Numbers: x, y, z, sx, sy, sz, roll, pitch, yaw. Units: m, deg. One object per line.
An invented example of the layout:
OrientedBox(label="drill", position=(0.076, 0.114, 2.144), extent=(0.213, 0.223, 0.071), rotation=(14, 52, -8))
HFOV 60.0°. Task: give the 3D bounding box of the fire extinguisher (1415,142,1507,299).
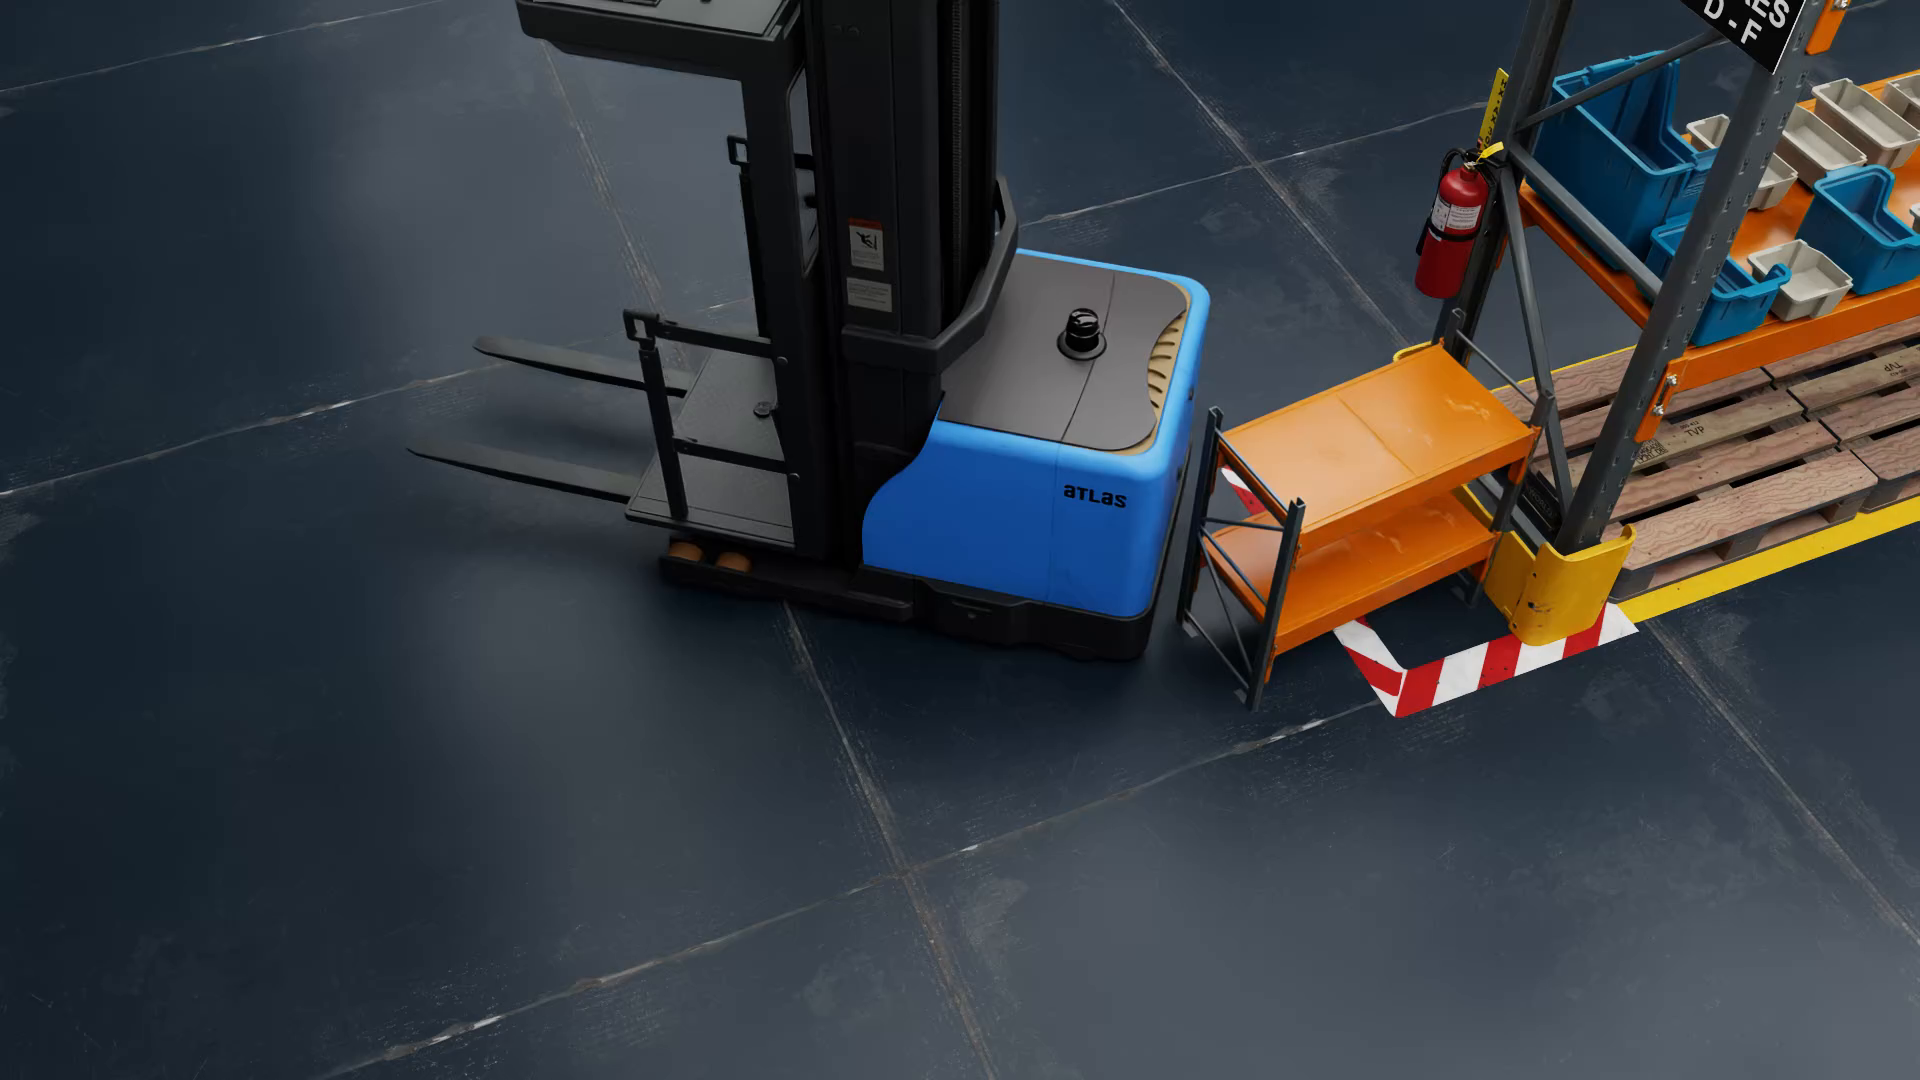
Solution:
OrientedBox(label="fire extinguisher", position=(1.770, -1.167, 5.912), extent=(0.183, 0.674, 0.296), rotation=(-17, 52, -14))

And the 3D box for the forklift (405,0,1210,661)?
OrientedBox(label="forklift", position=(-0.661, -1.127, 5.626), extent=(3.031, 2.935, 1.130), rotation=(11, 50, 10))

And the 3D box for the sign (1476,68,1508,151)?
OrientedBox(label="sign", position=(1.859, -1.473, 5.771), extent=(0.005, 0.325, 0.100), rotation=(-17, 52, -14))

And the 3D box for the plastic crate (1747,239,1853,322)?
OrientedBox(label="plastic crate", position=(2.763, -0.845, 5.473), extent=(0.298, 0.136, 0.250), rotation=(-17, 52, -14))

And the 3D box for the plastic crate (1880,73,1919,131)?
OrientedBox(label="plastic crate", position=(3.558, -1.600, 6.122), extent=(0.250, 0.136, 0.298), rotation=(-17, 52, -14))

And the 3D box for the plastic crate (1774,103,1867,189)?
OrientedBox(label="plastic crate", position=(3.042, -1.405, 5.955), extent=(0.243, 0.136, 0.396), rotation=(-17, 52, -14))

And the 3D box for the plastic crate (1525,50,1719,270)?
OrientedBox(label="plastic crate", position=(2.321, -1.296, 5.664), extent=(0.499, 0.435, 0.616), rotation=(-17, 52, -14))

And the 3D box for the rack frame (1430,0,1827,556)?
OrientedBox(label="rack frame", position=(2.082, -1.038, 5.505), extent=(0.127, 3.000, 1.000), rotation=(-17, 52, -14))

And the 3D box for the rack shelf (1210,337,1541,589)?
OrientedBox(label="rack shelf", position=(1.399, -0.279, 5.703), extent=(1.000, 0.278, 0.538), rotation=(-22, 53, -18))

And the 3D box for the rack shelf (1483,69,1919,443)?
OrientedBox(label="rack shelf", position=(3.933, -1.377, 6.270), extent=(4.000, 0.370, 1.077), rotation=(-17, 52, -14))

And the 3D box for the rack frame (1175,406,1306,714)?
OrientedBox(label="rack frame", position=(0.952, 0.095, 5.768), extent=(0.032, 1.125, 0.500), rotation=(-22, 53, -18))

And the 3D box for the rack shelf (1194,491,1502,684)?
OrientedBox(label="rack shelf", position=(1.399, 0.071, 6.111), extent=(1.000, 0.278, 0.538), rotation=(-22, 53, -18))

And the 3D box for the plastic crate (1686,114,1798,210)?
OrientedBox(label="plastic crate", position=(2.768, -1.332, 5.892), extent=(0.243, 0.136, 0.396), rotation=(-17, 52, -14))

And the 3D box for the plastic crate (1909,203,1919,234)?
OrientedBox(label="plastic crate", position=(3.391, -1.039, 5.640), extent=(0.298, 0.136, 0.250), rotation=(-17, 52, -14))

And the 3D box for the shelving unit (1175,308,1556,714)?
OrientedBox(label="shelving unit", position=(1.399, -0.089, 5.925), extent=(1.048, 1.125, 0.538), rotation=(-22, 53, -18))

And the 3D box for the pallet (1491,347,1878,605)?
OrientedBox(label="pallet", position=(2.860, -0.338, 6.742), extent=(1.213, 0.211, 1.003), rotation=(-17, 52, -14))

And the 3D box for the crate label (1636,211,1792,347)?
OrientedBox(label="crate label", position=(2.435, -0.842, 5.408), extent=(0.303, 0.233, 0.416), rotation=(-17, 52, -14))

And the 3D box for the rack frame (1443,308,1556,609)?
OrientedBox(label="rack frame", position=(1.846, -0.273, 6.083), extent=(0.032, 1.125, 0.500), rotation=(-22, 53, -18))

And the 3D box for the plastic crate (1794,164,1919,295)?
OrientedBox(label="plastic crate", position=(3.044, -1.031, 5.570), extent=(0.300, 0.233, 0.416), rotation=(-17, 52, -14))

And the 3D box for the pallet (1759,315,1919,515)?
OrientedBox(label="pallet", position=(3.987, -0.686, 7.040), extent=(1.213, 0.211, 1.003), rotation=(-17, 52, -14))

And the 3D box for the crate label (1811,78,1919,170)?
OrientedBox(label="crate label", position=(3.290, -1.502, 6.038), extent=(0.243, 0.136, 0.396), rotation=(-17, 52, -14))

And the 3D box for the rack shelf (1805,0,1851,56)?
OrientedBox(label="rack shelf", position=(3.933, -2.354, 5.132), extent=(4.000, 0.370, 1.077), rotation=(-17, 52, -14))

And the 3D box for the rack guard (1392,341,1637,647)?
OrientedBox(label="rack guard", position=(2.064, -0.207, 6.439), extent=(0.348, 0.500, 1.175), rotation=(-17, 52, -14))

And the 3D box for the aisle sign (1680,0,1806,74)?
OrientedBox(label="aisle sign", position=(2.127, -1.655, 4.322), extent=(0.004, 0.787, 0.394), rotation=(-17, 52, -14))
